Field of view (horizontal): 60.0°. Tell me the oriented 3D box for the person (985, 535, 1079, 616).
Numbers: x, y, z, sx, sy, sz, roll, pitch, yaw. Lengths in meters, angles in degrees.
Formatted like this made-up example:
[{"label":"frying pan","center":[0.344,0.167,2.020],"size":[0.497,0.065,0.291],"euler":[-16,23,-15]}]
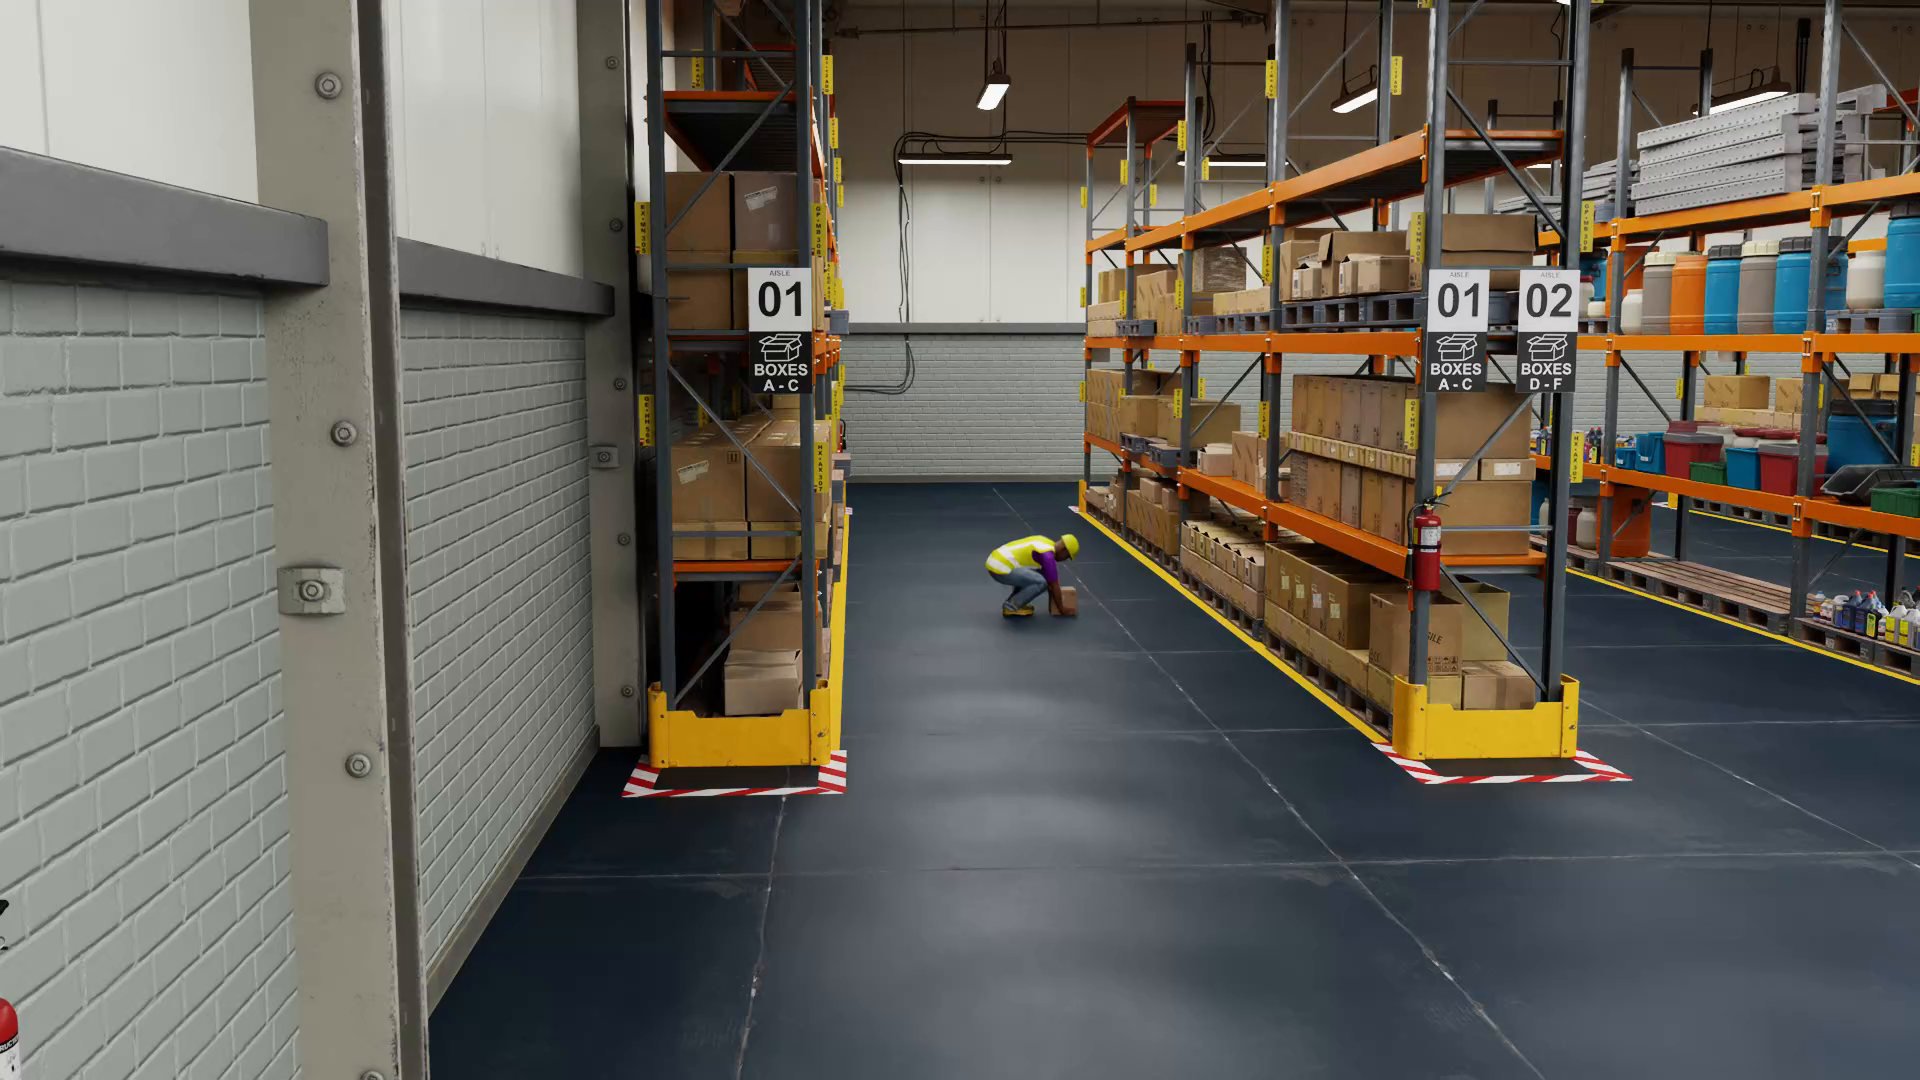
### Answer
[{"label":"person","center":[0.734,0.365,16.844],"size":[0.953,0.830,0.531],"euler":[-1,7,-5]}]
